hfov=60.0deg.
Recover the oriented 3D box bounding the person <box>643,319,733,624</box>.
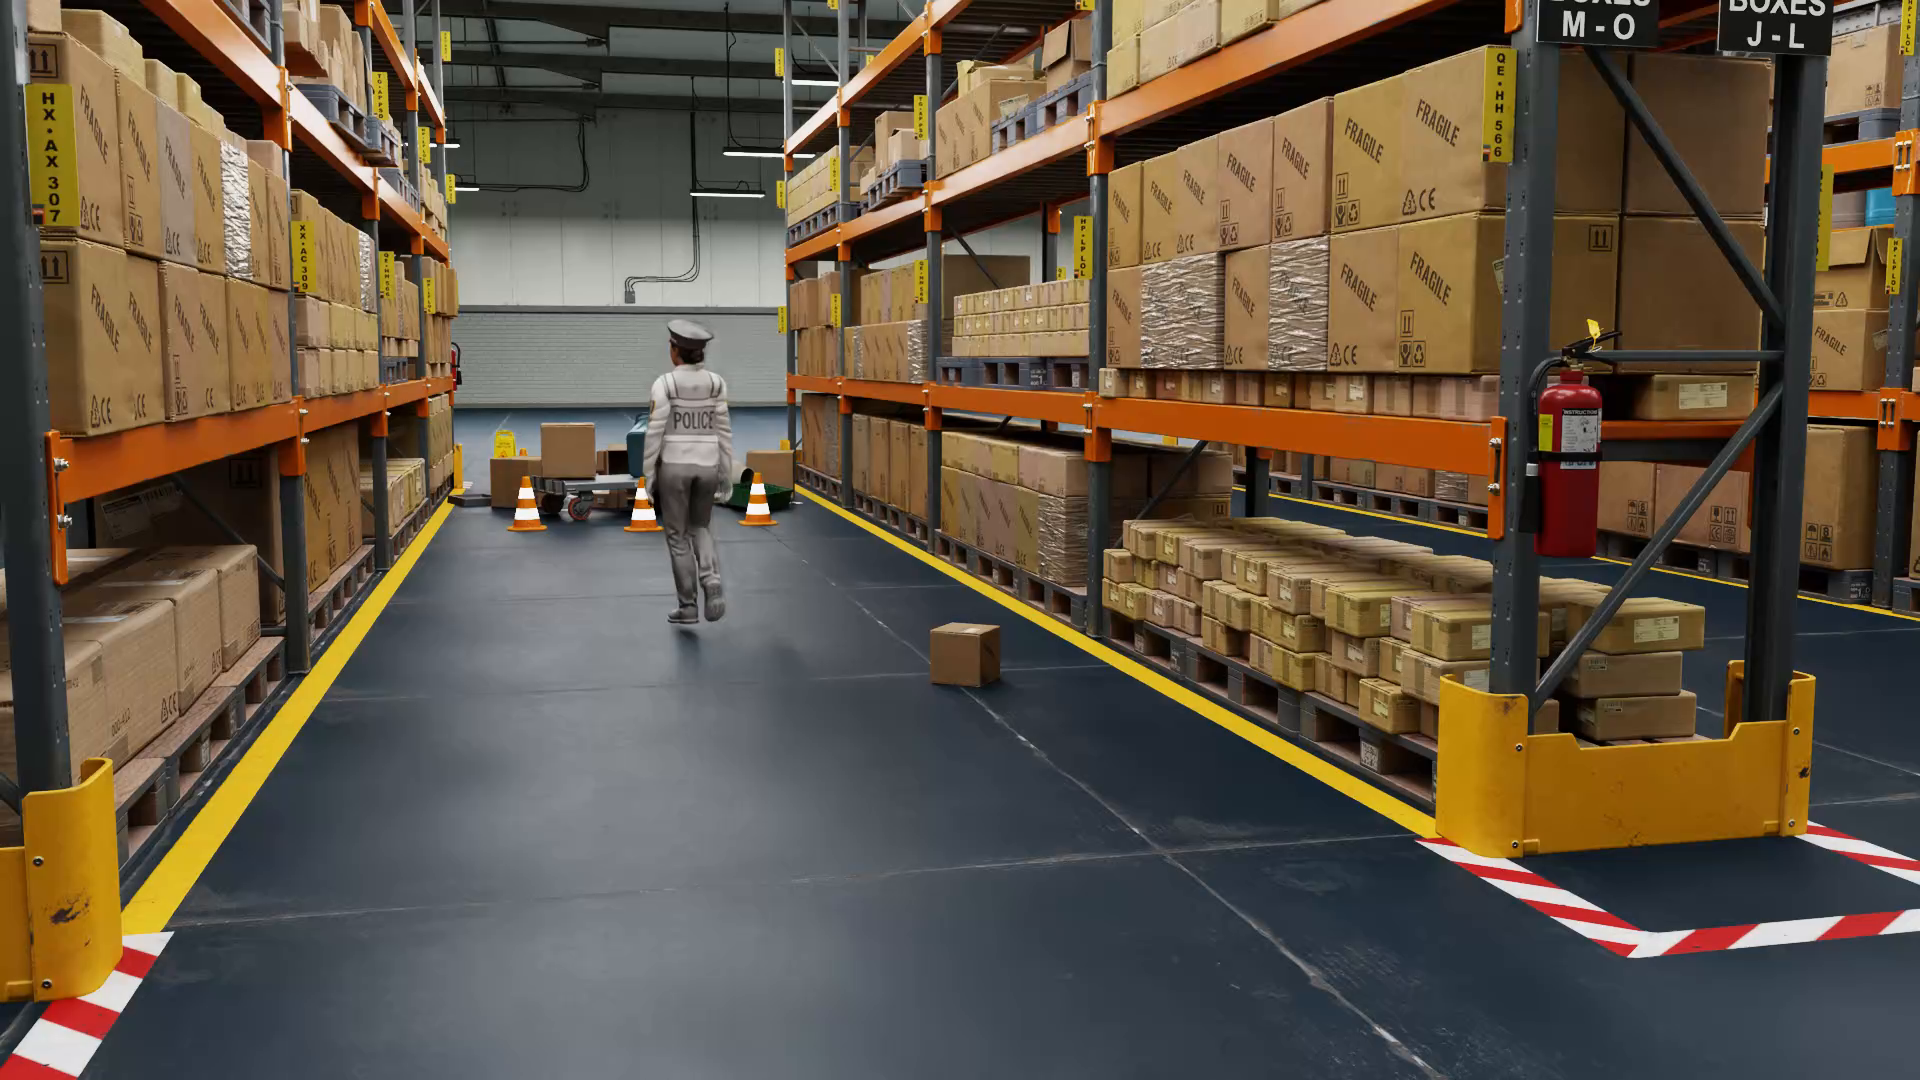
[{"bbox_3d":[-1.520,-0.375,9.217,0.514,1.684,0.433,-4,8,-34],"label":"person"}]
